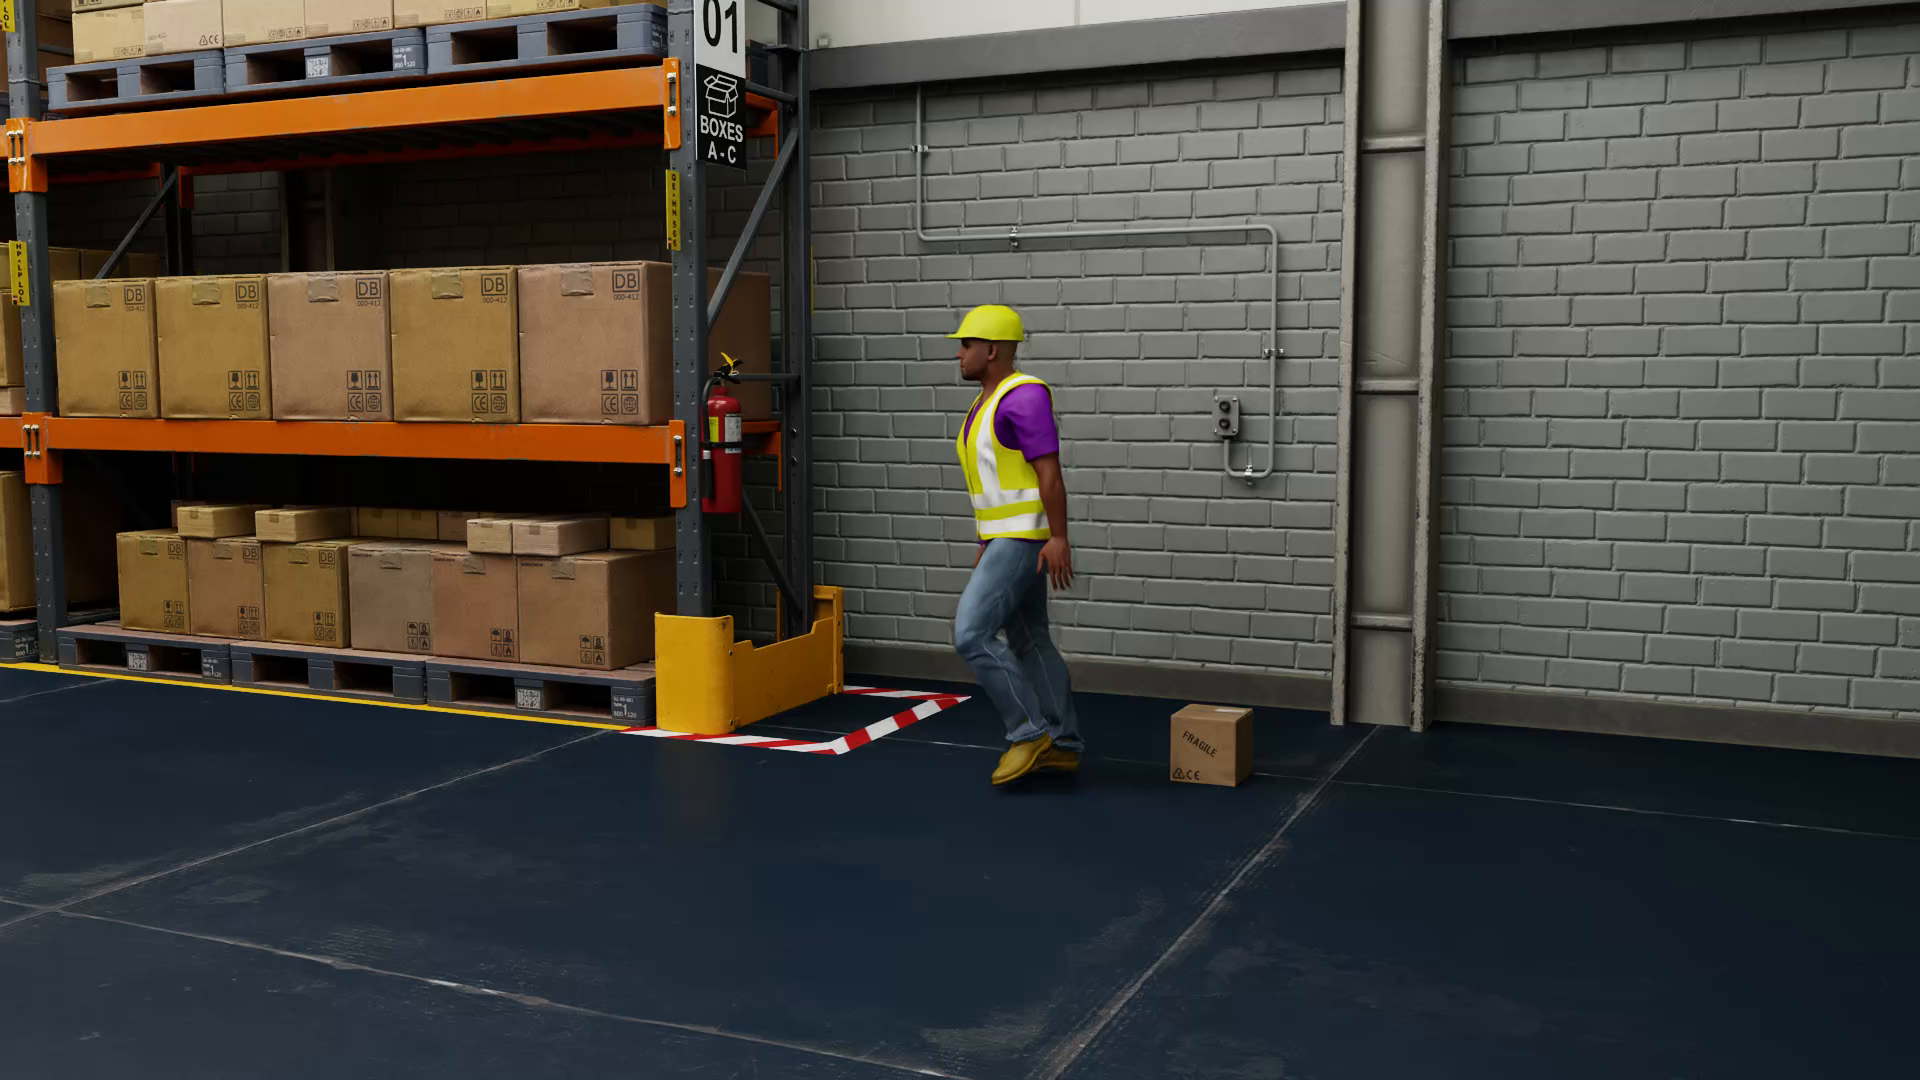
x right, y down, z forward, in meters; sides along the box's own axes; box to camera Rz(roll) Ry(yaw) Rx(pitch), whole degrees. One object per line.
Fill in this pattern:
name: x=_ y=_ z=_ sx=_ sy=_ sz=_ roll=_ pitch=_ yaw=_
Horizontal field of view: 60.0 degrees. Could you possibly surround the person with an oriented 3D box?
person: x=0.215 y=0.002 z=6.205 sx=0.531 sy=1.743 sz=0.608 roll=-1 pitch=6 yaw=-9
